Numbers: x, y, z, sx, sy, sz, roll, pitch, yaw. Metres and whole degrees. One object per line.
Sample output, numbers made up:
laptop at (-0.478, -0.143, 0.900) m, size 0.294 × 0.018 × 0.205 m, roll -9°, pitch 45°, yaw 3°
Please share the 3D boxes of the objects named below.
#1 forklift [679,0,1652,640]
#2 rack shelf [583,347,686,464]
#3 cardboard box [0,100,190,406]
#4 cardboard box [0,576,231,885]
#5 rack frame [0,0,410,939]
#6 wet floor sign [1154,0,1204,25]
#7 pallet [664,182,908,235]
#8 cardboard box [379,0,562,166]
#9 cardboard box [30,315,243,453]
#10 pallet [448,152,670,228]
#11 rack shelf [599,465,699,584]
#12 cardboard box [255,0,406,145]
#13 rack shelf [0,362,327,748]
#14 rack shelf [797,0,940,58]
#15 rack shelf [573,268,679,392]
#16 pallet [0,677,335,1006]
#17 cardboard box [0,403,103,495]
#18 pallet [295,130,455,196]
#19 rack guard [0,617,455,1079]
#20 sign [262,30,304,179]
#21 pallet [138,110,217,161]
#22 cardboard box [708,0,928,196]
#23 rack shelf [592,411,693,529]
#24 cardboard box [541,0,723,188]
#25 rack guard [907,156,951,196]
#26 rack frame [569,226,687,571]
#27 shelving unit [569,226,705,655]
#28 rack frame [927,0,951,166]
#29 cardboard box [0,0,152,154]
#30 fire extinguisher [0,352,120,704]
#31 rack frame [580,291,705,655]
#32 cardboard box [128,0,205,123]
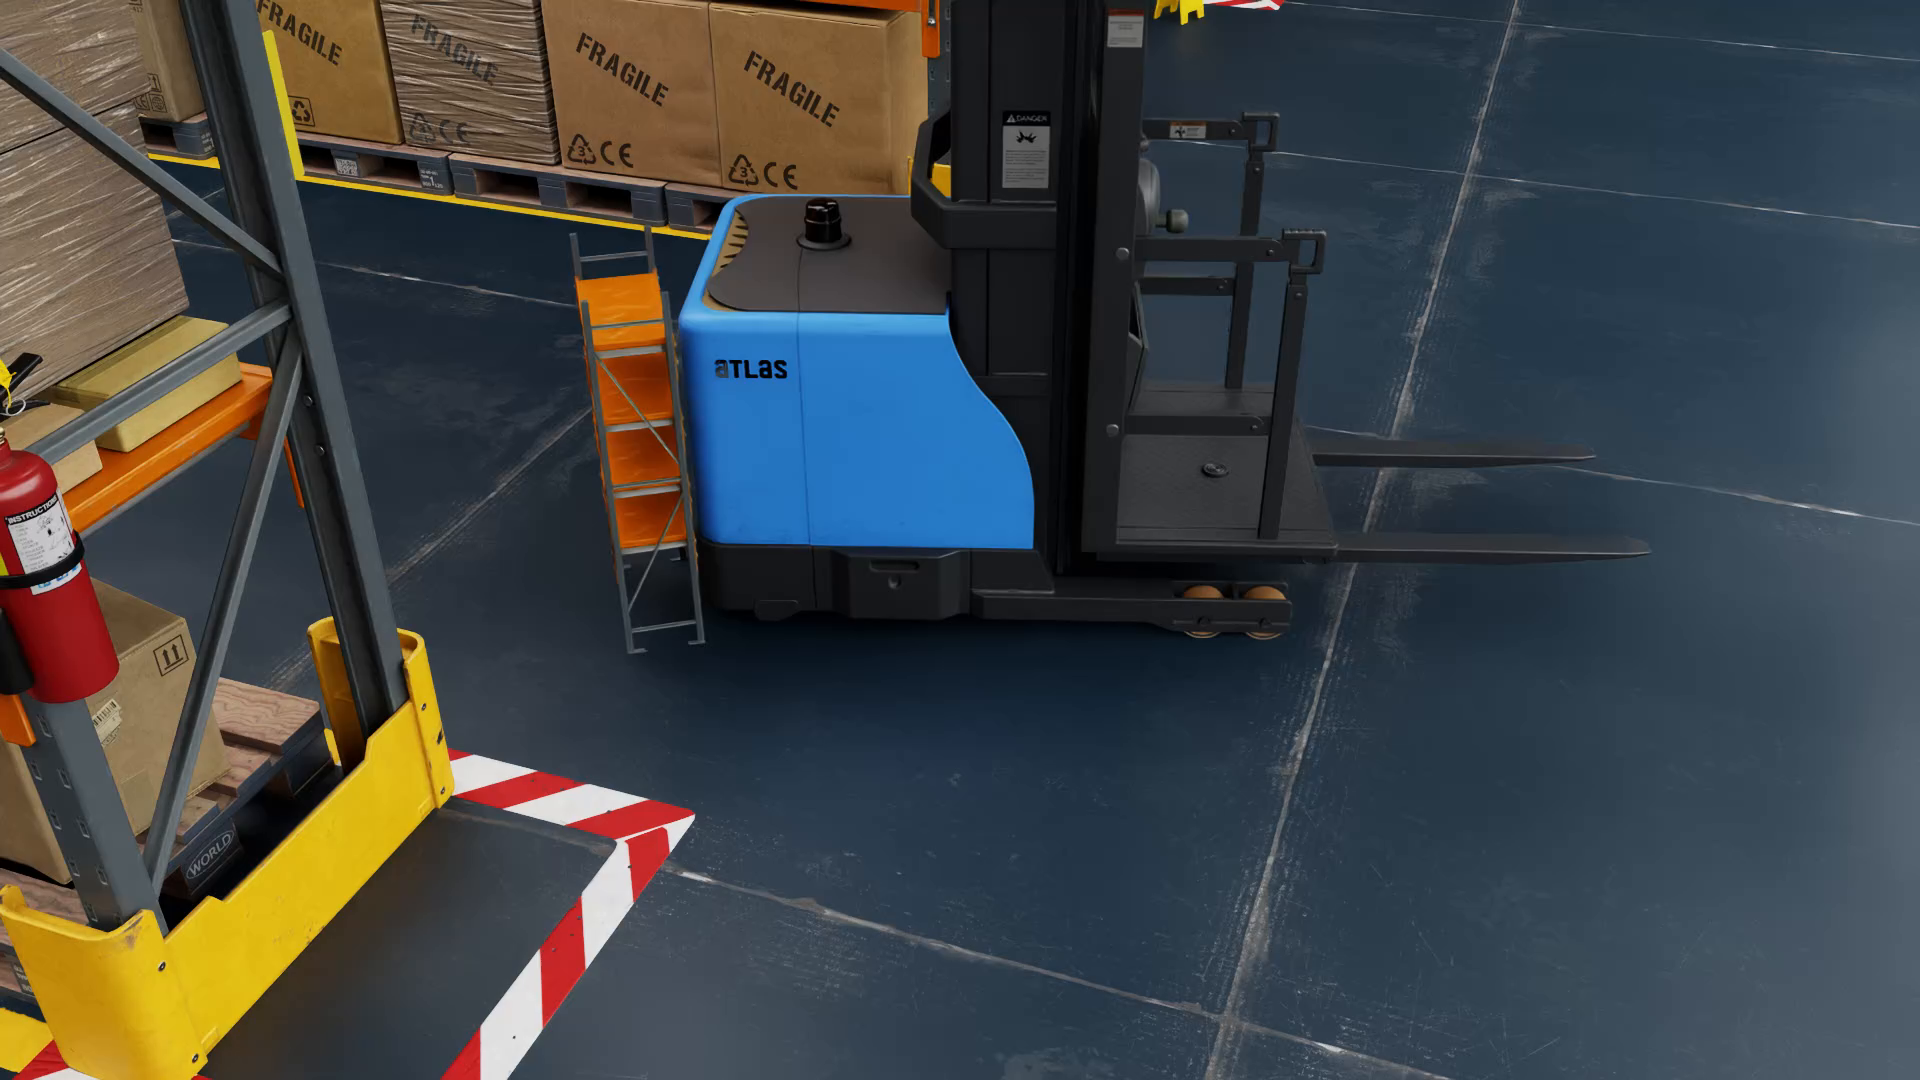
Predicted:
forklift at (0.694, -1.211, 4.923) m, size 3.031 × 2.935 × 1.130 m, roll 1°, pitch 33°, yaw 1°
rack shelf at (-0.984, -0.425, 5.014) m, size 0.258 × 0.148 × 0.480 m, roll -8°, pitch 34°, yaw -12°
cardboard box at (-2.196, -0.582, 3.519) m, size 0.500 × 0.500 × 0.875 m, roll 11°, pitch 34°, yaw 16°
cardboard box at (-2.270, 0.451, 4.203) m, size 0.500 × 0.500 × 0.500 m, roll 18°, pitch 37°, yaw 25°
rack frame at (-1.688, -0.300, 3.449) m, size 0.127 × 3.000 × 1.000 m, roll 11°, pitch 34°, yaw 16°
wet floor sign at (1.473, -3.790, 11.025) m, size 0.232 × 0.644 × 0.267 m, roll 24°, pitch 40°, yaw 32°
pallet at (-0.698, -1.749, 8.264) m, size 1.213 × 0.211 × 1.003 m, roll 11°, pitch 34°, yaw 16°
cardboard box at (-2.267, -2.516, 8.453) m, size 0.875 × 0.875 × 0.875 m, roll 11°, pitch 35°, yaw 17°
cardboard box at (-1.876, -0.368, 3.787) m, size 0.250 × 0.149 × 0.380 m, roll 11°, pitch 34°, yaw 16°
pallet at (-1.843, -1.973, 8.611) m, size 1.213 × 0.211 × 1.003 m, roll 11°, pitch 34°, yaw 16°
rack shelf at (-0.984, -0.070, 5.243) m, size 0.258 × 0.148 × 0.480 m, roll -8°, pitch 34°, yaw -12°
cardboard box at (-3.116, -2.679, 8.706) m, size 0.875 × 0.875 × 0.875 m, roll 12°, pitch 35°, yaw 17°
rack shelf at (-3.571, -0.364, 4.211) m, size 4.000 × 0.370 × 1.077 m, roll 11°, pitch 34°, yaw 16°
rack shelf at (-1.802, -2.878, 8.105) m, size 4.000 × 0.370 × 1.077 m, roll 11°, pitch 34°, yaw 16°
rack shelf at (-0.984, -0.624, 4.885) m, size 0.258 × 0.148 × 0.480 m, roll -8°, pitch 34°, yaw -12°
pallet at (-2.512, 0.691, 4.485) m, size 1.213 × 0.211 × 1.003 m, roll 11°, pitch 34°, yaw 16°
cardboard box at (-2.026, -0.141, 3.435) m, size 0.250 × 0.149 × 0.380 m, roll 11°, pitch 34°, yaw 16°
pallet at (-2.995, -2.195, 8.956) m, size 1.213 × 0.211 × 1.003 m, roll 11°, pitch 34°, yaw 16°
rack guard at (-1.759, 0.736, 4.149) m, size 0.348 × 0.500 × 1.175 m, roll 11°, pitch 34°, yaw 16°
sign at (-1.505, -0.941, 3.643) m, size 0.005 × 0.325 × 0.100 m, roll 11°, pitch 34°, yaw 16°
pallet at (-4.437, -2.477, 9.392) m, size 1.213 × 0.211 × 1.003 m, roll 11°, pitch 34°, yaw 16°
cardboard box at (-0.580, -2.188, 7.945) m, size 0.875 × 0.875 × 0.875 m, roll 11°, pitch 35°, yaw 17°
rack shelf at (-0.984, -0.237, 5.135) m, size 0.258 × 0.148 × 0.480 m, roll -8°, pitch 34°, yaw -12°
cardboard box at (-1.409, -2.348, 8.193) m, size 0.875 × 0.875 × 0.875 m, roll 10°, pitch 34°, yaw 16°
rack guard at (0.103, -1.760, 8.014) m, size 0.348 × 0.500 × 1.175 m, roll 11°, pitch 34°, yaw 16°
rack frame at (-1.045, -0.422, 5.297) m, size 0.240 × 1.200 × 0.015 m, roll -8°, pitch 34°, yaw -12°
shelving unit at (-0.984, -0.294, 5.099) m, size 0.258 × 1.200 × 0.503 m, roll -8°, pitch 34°, yaw -12°
rack frame at (0.081, -2.814, 7.343) m, size 0.127 × 3.000 × 1.000 m, roll 11°, pitch 34°, yaw 16°
cardboard box at (-2.114, -1.127, 3.442) m, size 0.500 × 0.500 × 0.500 m, roll 11°, pitch 34°, yaw 16°
fire extinguisher at (-1.736, -0.011, 3.073) m, size 0.183 × 0.674 × 0.296 m, roll 11°, pitch 34°, yaw 16°
rack frame at (-0.923, -0.166, 4.900) m, size 0.240 × 1.200 × 0.015 m, roll -8°, pitch 34°, yaw -12°
cardboard box at (-4.300, -2.845, 9.078) m, size 0.750 × 0.750 × 1.050 m, roll 11°, pitch 34°, yaw 16°
